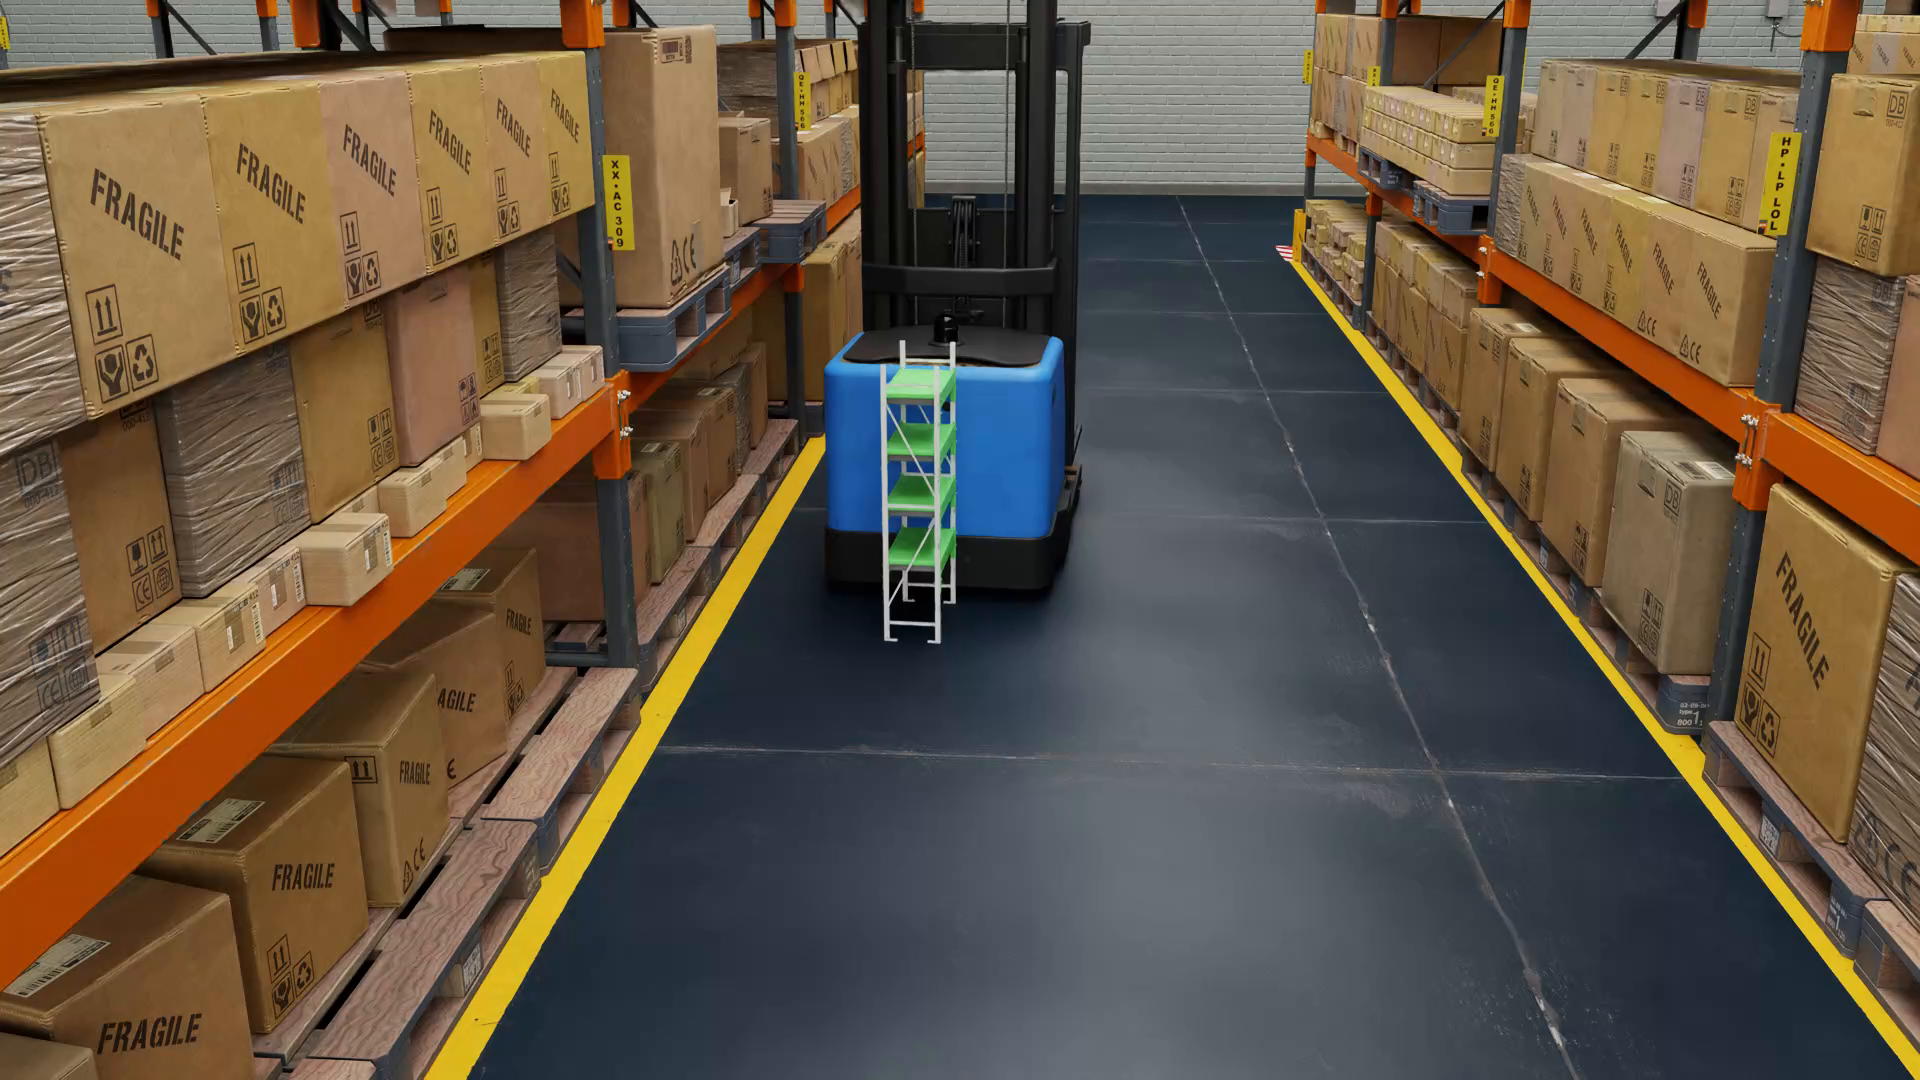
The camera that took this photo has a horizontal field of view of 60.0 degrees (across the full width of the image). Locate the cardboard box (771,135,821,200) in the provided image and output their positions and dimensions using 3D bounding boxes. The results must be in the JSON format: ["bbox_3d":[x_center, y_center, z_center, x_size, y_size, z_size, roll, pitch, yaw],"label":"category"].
[{"bbox_3d":[-1.144,-2.209,10.187,0.500,0.500,0.500,2,18,6],"label":"cardboard box"}]

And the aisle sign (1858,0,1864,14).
[{"bbox_3d":[8.724,-5.544,16.351,0.394,0.787,0.004,1,18,4],"label":"aisle sign"}]

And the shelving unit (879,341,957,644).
[{"bbox_3d":[-0.172,-0.211,7.141,0.258,1.200,0.503,2,18,7],"label":"shelving unit"}]

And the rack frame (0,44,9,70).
[{"bbox_3d":[-10.757,-4.724,18.021,1.000,3.000,0.127,1,18,4],"label":"rack frame"}]

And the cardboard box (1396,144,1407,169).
[{"bbox_3d":[3.180,-2.601,11.273,0.380,0.149,0.250,0,18,1],"label":"cardboard box"}]

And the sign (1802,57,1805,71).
[{"bbox_3d":[8.455,-4.743,16.564,0.100,0.325,0.005,1,18,4],"label":"sign"}]

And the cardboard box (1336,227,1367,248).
[{"bbox_3d":[3.556,-2.683,14.744,0.380,0.149,0.250,0,18,1],"label":"cardboard box"}]

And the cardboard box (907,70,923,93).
[{"bbox_3d":[-0.649,-4.771,16.724,0.500,0.500,0.500,2,18,5],"label":"cardboard box"}]

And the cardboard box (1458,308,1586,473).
[{"bbox_3d":[3.357,-0.818,9.040,1.050,0.750,0.750,1,18,3],"label":"cardboard box"}]

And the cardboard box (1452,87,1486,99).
[{"bbox_3d":[3.943,-3.351,12.605,0.380,0.149,0.250,2,18,6],"label":"cardboard box"}]

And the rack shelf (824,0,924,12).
[{"bbox_3d":[-1.020,-4.964,15.092,1.077,0.370,4.000,1,18,4],"label":"rack shelf"}]

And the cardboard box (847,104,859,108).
[{"bbox_3d":[-0.924,-3.155,13.074,0.500,0.500,0.500,1,18,4],"label":"cardboard box"}]

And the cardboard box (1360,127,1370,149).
[{"bbox_3d":[3.290,-3.085,12.750,0.380,0.149,0.250,0,18,1],"label":"cardboard box"}]

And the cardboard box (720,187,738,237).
[{"bbox_3d":[-1.300,-1.628,8.117,0.396,0.266,0.258,1,18,2],"label":"cardboard box"}]

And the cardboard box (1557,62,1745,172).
[{"bbox_3d":[3.413,-2.101,8.251,0.700,0.500,0.500,1,18,3],"label":"cardboard box"}]

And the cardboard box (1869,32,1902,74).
[{"bbox_3d":[8.630,-4.339,15.082,0.500,0.500,0.500,1,18,3],"label":"cardboard box"}]

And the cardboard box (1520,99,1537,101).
[{"bbox_3d":[3.831,-2.862,11.115,0.380,0.149,0.250,1,18,3],"label":"cardboard box"}]

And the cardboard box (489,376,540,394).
[{"bbox_3d":[-1.564,-0.428,5.315,0.380,0.149,0.250,1,18,4],"label":"cardboard box"}]

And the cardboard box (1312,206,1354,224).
[{"bbox_3d":[3.642,-3.168,16.222,0.380,0.149,0.250,1,18,4],"label":"cardboard box"}]

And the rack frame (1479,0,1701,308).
[{"bbox_3d":[3.490,-1.875,9.327,1.000,3.000,0.127,1,18,4],"label":"rack frame"}]

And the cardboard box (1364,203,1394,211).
[{"bbox_3d":[4.203,-3.240,16.442,0.380,0.149,0.250,2,18,5],"label":"cardboard box"}]

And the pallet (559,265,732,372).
[{"bbox_3d":[-1.537,-0.917,6.713,1.003,0.211,1.213,1,18,4],"label":"pallet"}]

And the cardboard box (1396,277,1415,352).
[{"bbox_3d":[3.399,-1.578,11.760,0.500,0.500,0.500,2,18,5],"label":"cardboard box"}]

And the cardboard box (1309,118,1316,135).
[{"bbox_3d":[3.713,-4.147,16.664,0.380,0.149,0.250,1,18,3],"label":"cardboard box"}]

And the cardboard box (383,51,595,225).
[{"bbox_3d":[-1.494,-1.292,5.306,0.500,0.500,0.500,1,18,4],"label":"cardboard box"}]

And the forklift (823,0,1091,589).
[{"bbox_3d":[0.081,-1.585,8.553,1.130,2.935,3.031,2,18,7],"label":"forklift"}]

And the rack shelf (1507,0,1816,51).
[{"bbox_3d":[3.347,-2.337,7.076,1.077,0.370,4.000,1,18,4],"label":"rack shelf"}]

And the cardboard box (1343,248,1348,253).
[{"bbox_3d":[3.606,-2.531,14.757,0.380,0.149,0.250,2,18,5],"label":"cardboard box"}]

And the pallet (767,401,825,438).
[{"bbox_3d":[-1.318,-0.935,10.937,1.003,0.211,1.213,1,18,4],"label":"pallet"}]

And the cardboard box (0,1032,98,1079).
[{"bbox_3d":[-1.962,1.263,3.092,0.500,0.500,0.500,5,19,14],"label":"cardboard box"}]

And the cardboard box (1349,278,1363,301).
[{"bbox_3d":[3.465,-2.091,13.891,0.380,0.149,0.250,2,18,5],"label":"cardboard box"}]

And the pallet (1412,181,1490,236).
[{"bbox_3d":[3.435,-2.007,10.039,1.213,0.211,1.003,1,18,4],"label":"pallet"}]

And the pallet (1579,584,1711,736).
[{"bbox_3d":[3.183,0.452,6.706,1.003,0.211,1.213,1,18,4],"label":"pallet"}]

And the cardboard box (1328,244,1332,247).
[{"bbox_3d":[3.708,-2.730,15.840,0.380,0.149,0.250,1,18,4],"label":"cardboard box"}]

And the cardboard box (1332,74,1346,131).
[{"bbox_3d":[3.665,-3.938,14.985,0.500,0.500,0.500,1,18,2],"label":"cardboard box"}]

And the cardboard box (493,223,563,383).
[{"bbox_3d":[-1.831,-0.825,5.485,0.875,0.500,0.500,1,18,4],"label":"cardboard box"}]

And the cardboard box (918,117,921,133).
[{"bbox_3d":[-0.590,-4.183,16.776,0.380,0.149,0.250,1,18,4],"label":"cardboard box"}]

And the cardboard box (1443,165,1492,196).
[{"bbox_3d":[3.067,-2.118,9.799,0.380,0.149,0.250,2,18,5],"label":"cardboard box"}]

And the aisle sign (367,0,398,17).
[{"bbox_3d":[-6.108,-5.876,17.364,0.394,0.787,0.004,1,18,4],"label":"aisle sign"}]

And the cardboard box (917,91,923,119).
[{"bbox_3d":[-0.646,-4.415,16.843,0.500,0.250,0.500,1,18,3],"label":"cardboard box"}]

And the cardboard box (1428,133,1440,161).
[{"bbox_3d":[3.105,-2.424,10.256,0.380,0.149,0.250,2,18,5],"label":"cardboard box"}]

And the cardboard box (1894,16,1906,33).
[{"bbox_3d":[8.599,-4.604,14.849,0.380,0.149,0.250,1,18,4],"label":"cardboard box"}]

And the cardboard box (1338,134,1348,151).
[{"bbox_3d":[3.604,-3.579,14.931,0.380,0.149,0.250,2,18,5],"label":"cardboard box"}]

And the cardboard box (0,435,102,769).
[{"bbox_3d":[-1.957,0.109,2.635,0.875,0.500,0.500,1,18,4],"label":"cardboard box"}]

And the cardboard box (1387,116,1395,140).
[{"bbox_3d":[3.220,-2.901,11.711,0.380,0.149,0.250,2,18,6],"label":"cardboard box"}]

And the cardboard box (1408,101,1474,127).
[{"bbox_3d":[3.163,-2.801,10.929,0.380,0.149,0.250,2,18,7],"label":"cardboard box"}]

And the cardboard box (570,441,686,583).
[{"bbox_3d":[-1.618,-0.133,7.321,0.700,0.500,0.500,1,18,4],"label":"cardboard box"}]

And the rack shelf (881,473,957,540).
[{"bbox_3d":[-0.172,-0.151,7.161,0.258,0.148,0.480,2,18,7],"label":"rack shelf"}]

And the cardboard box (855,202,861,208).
[{"bbox_3d":[-1.189,-2.250,13.209,1.225,0.875,0.875,1,18,4],"label":"cardboard box"}]

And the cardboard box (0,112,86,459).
[{"bbox_3d":[-1.712,-0.361,2.463,0.500,0.500,0.500,1,18,4],"label":"cardboard box"}]

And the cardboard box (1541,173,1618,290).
[{"bbox_3d":[3.118,-1.474,7.944,0.500,0.500,0.500,1,18,4],"label":"cardboard box"}]

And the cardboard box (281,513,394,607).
[{"bbox_3d":[-1.561,0.040,3.886,0.380,0.149,0.250,1,18,4],"label":"cardboard box"}]

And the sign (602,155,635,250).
[{"bbox_3d":[-1.195,-1.176,5.804,0.100,0.325,0.005,1,18,4],"label":"sign"}]

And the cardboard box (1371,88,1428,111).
[{"bbox_3d":[3.276,-3.281,12.392,0.380,0.149,0.250,2,18,5],"label":"cardboard box"}]

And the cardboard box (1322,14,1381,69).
[{"bbox_3d":[3.737,-4.733,15.806,0.500,0.500,0.500,2,18,6],"label":"cardboard box"}]

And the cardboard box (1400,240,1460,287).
[{"bbox_3d":[3.384,-1.938,11.655,0.500,0.250,0.500,2,18,6],"label":"cardboard box"}]

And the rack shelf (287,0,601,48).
[{"bbox_3d":[-1.880,-1.237,3.718,1.077,0.370,4.000,1,18,4],"label":"rack shelf"}]
